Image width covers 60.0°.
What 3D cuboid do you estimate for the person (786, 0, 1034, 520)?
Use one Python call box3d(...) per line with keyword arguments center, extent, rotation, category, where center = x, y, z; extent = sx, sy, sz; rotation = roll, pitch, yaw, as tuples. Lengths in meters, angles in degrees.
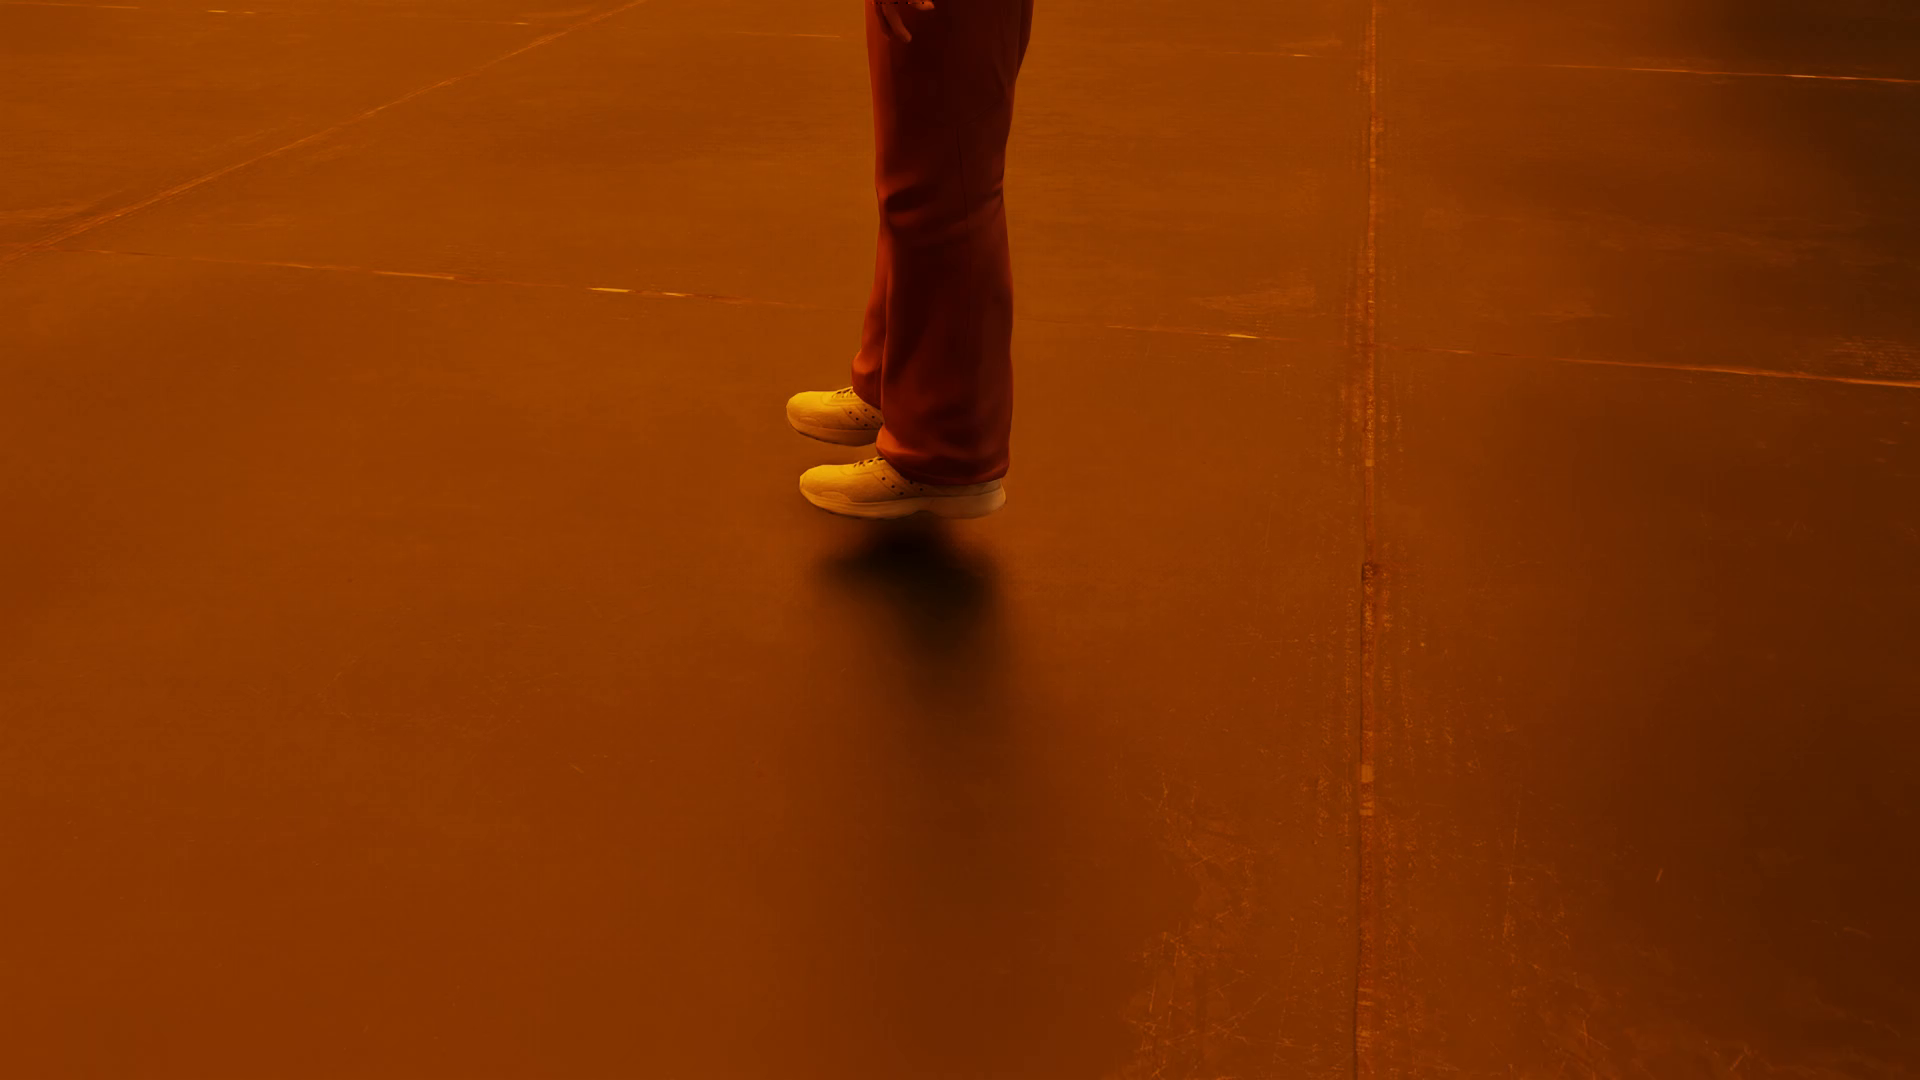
box3d(center=(-0.069, -0.798, 2.127), extent=(0.548, 1.666, 0.554), rotation=(6, 27, 11), category="person")
